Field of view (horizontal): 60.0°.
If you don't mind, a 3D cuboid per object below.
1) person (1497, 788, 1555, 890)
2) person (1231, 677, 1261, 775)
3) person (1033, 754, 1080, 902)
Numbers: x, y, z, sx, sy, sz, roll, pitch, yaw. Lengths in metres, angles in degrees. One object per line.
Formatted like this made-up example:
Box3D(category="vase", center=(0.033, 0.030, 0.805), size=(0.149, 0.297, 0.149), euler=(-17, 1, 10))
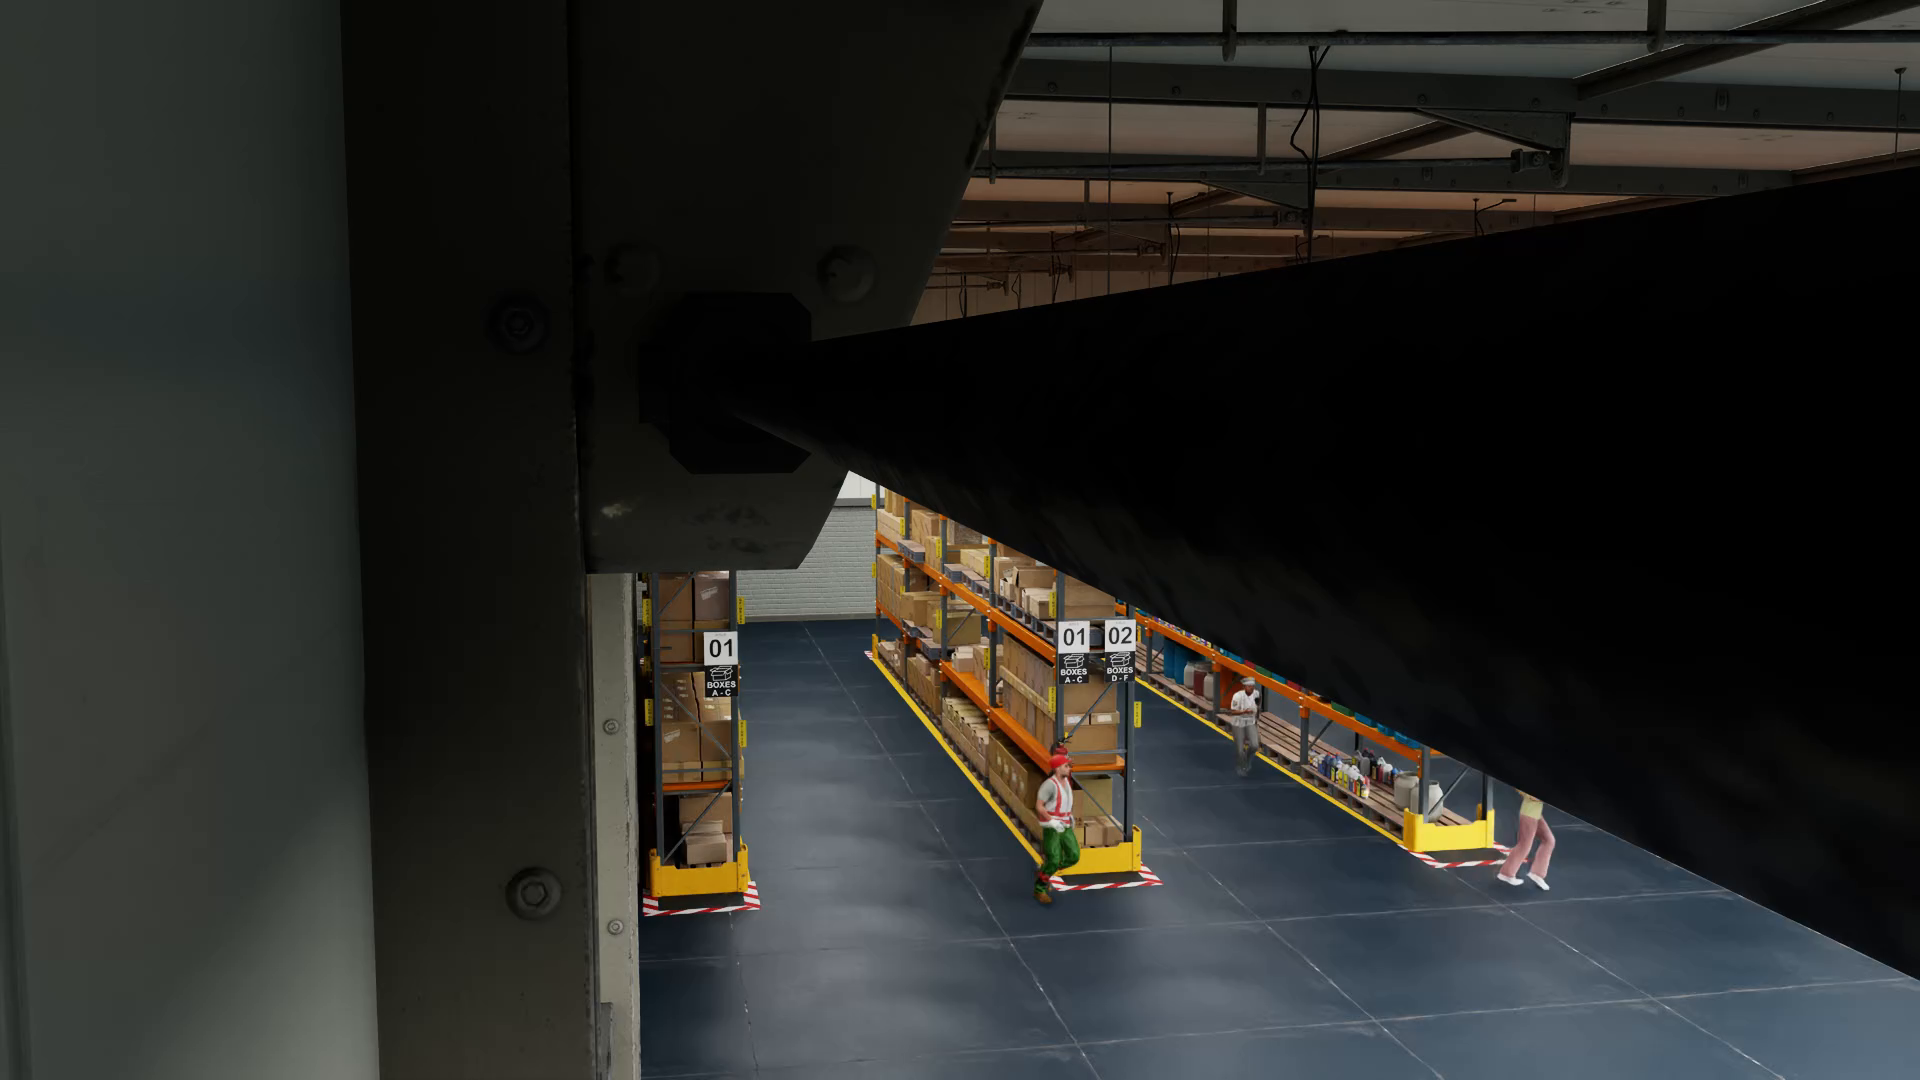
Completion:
Box3D(category="person", center=(6.978, 3.426, 20.368), size=(0.705, 1.695, 0.580), euler=(2, 6, 19))
Box3D(category="person", center=(4.432, 2.879, 25.734), size=(0.562, 1.619, 0.790), euler=(-1, 6, -8))
Box3D(category="person", center=(1.196, 3.434, 19.926), size=(0.530, 1.723, 0.714), euler=(5, 7, 38))
